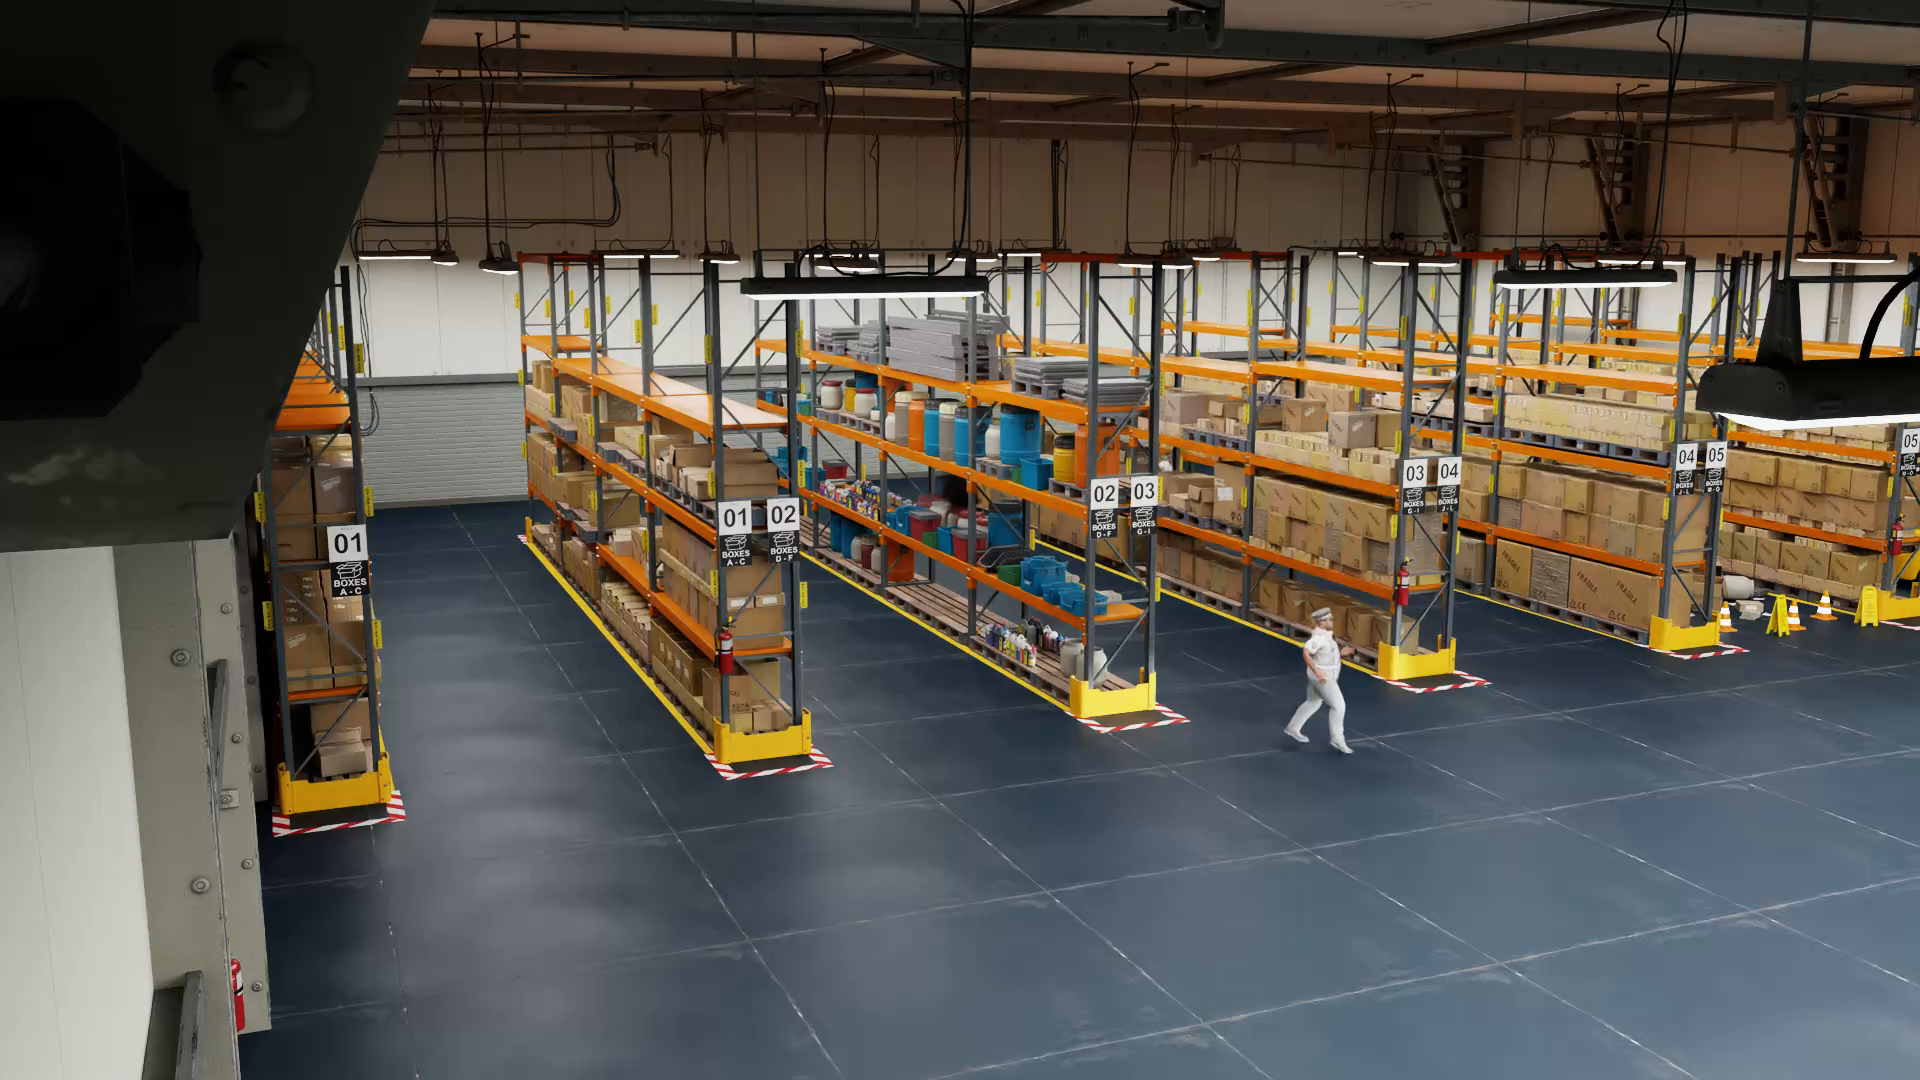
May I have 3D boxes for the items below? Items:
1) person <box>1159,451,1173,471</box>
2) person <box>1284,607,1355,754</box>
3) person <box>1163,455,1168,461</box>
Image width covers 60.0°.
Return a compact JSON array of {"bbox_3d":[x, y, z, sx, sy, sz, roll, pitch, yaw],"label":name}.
[{"bbox_3d":[4.607,-1.234,37.431,0.611,1.623,0.730,-6,12,-30],"label":"person"},{"bbox_3d":[4.478,1.731,20.637,0.837,1.839,0.642,1,10,5],"label":"person"},{"bbox_3d":[5.409,-2.136,41.828,0.831,1.781,0.697,-4,11,-20],"label":"person"}]
